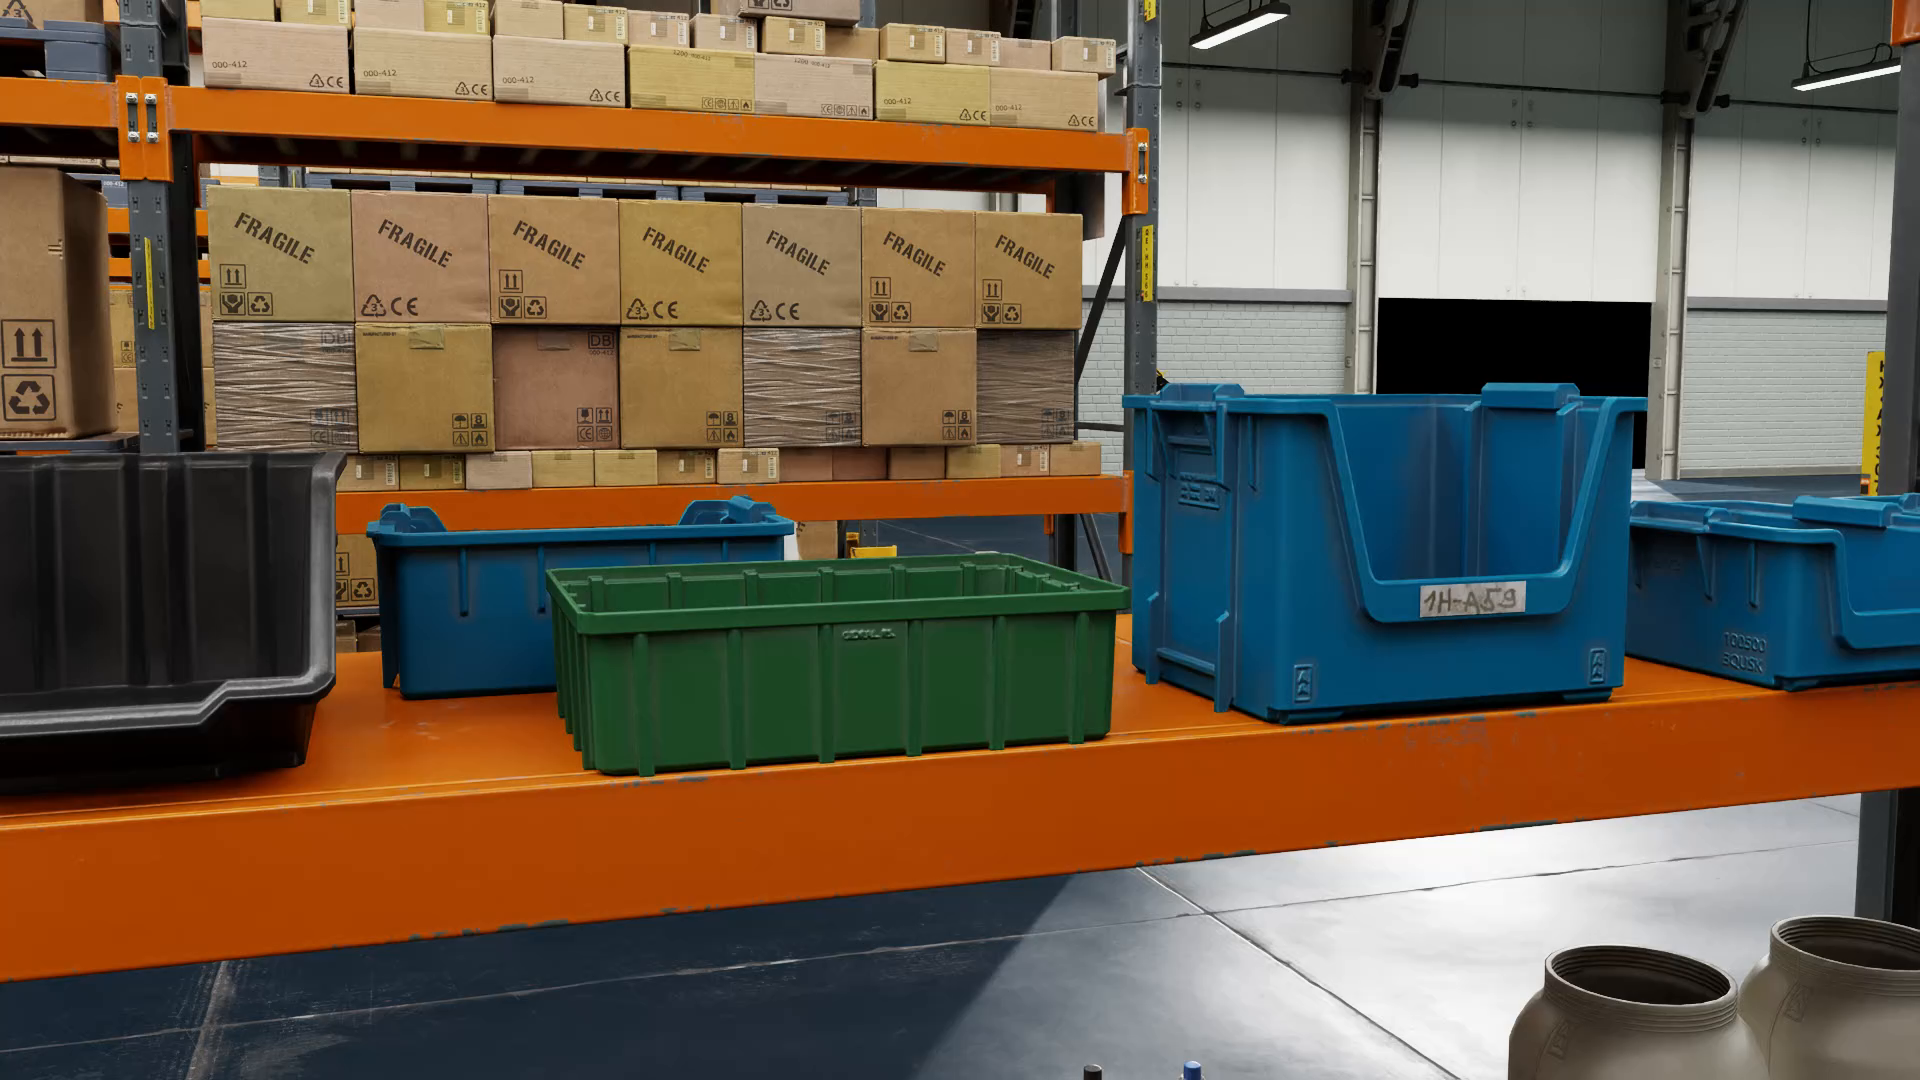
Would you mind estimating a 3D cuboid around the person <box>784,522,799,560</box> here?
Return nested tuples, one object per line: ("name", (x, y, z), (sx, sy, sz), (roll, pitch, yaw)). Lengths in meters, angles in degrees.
("person", (-1.197, -0.084, 9.606), (0.594, 1.777, 0.422), (-2, 6, -20))
